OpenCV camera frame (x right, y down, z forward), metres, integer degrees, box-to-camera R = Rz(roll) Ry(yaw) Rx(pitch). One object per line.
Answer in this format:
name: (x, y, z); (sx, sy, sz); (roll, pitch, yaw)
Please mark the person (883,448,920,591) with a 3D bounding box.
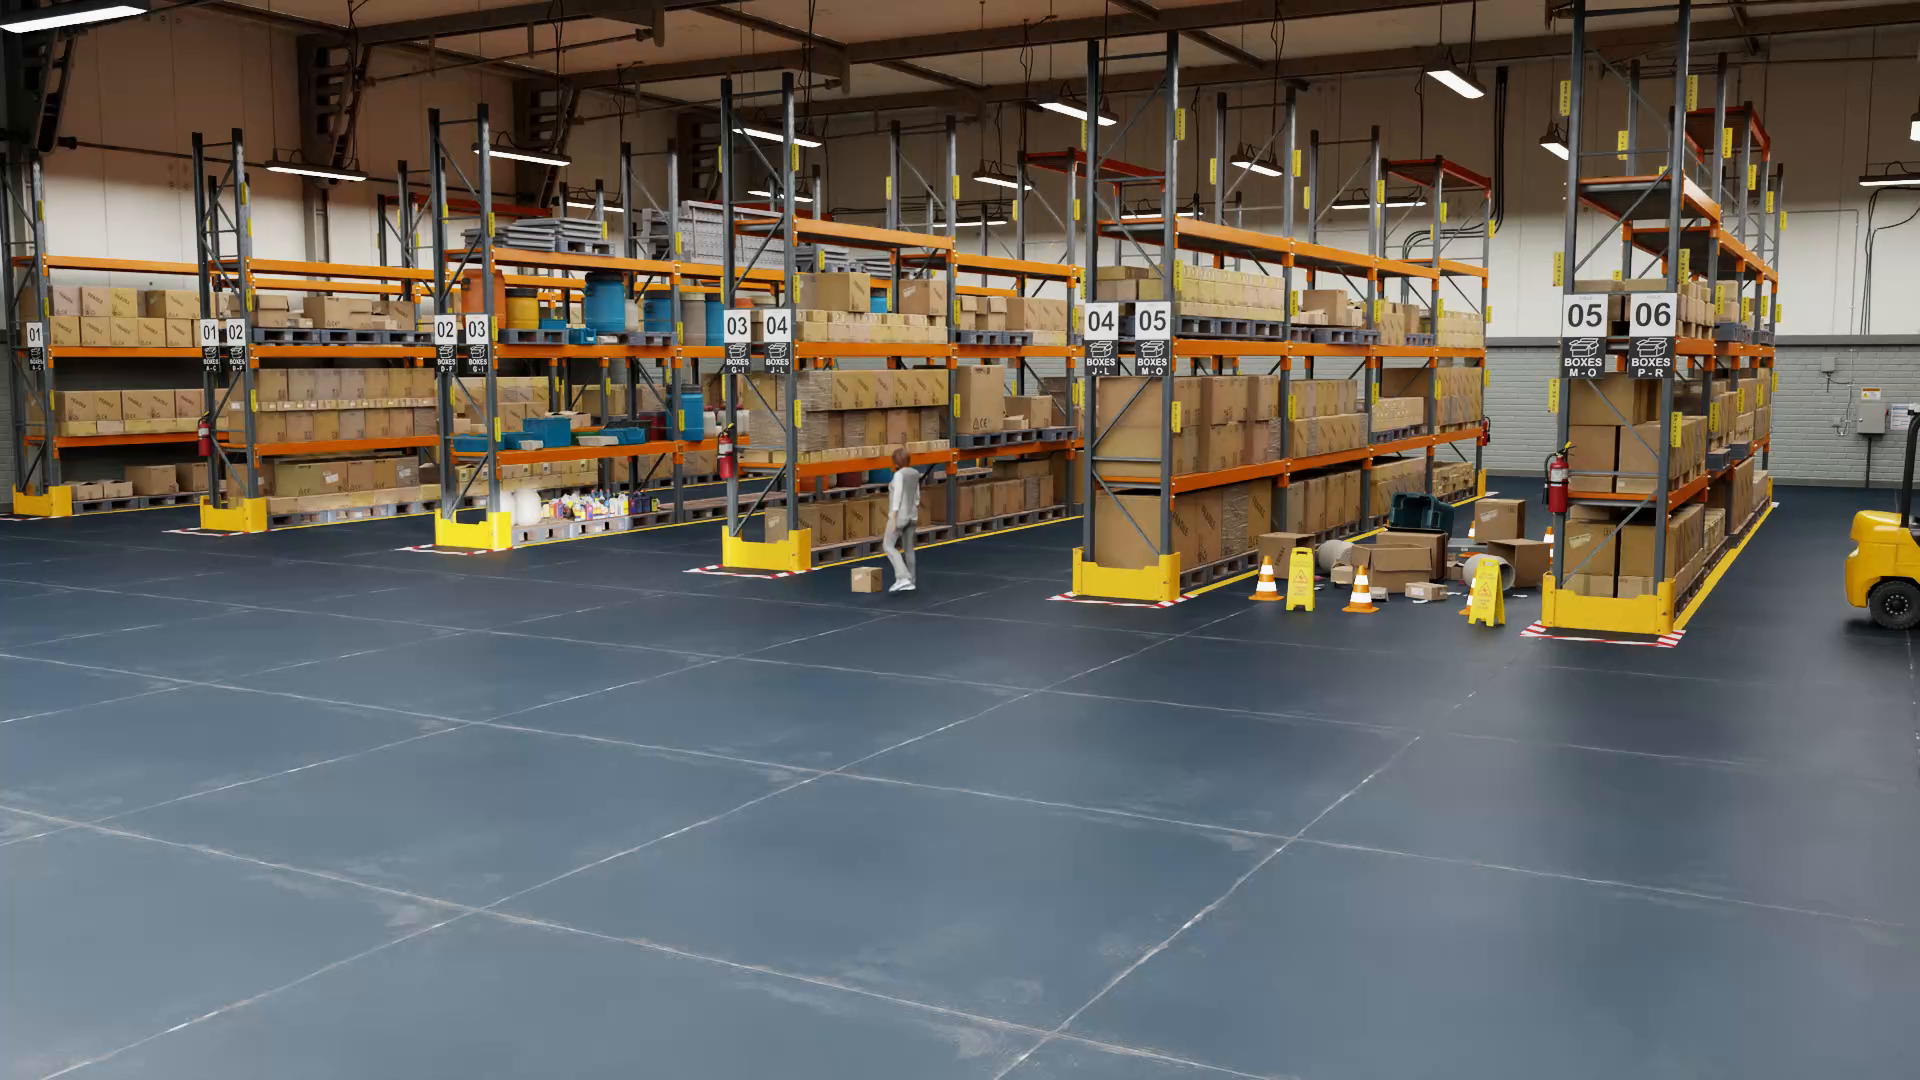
person: (-0.631, -0.211, 18.432); (0.399, 1.586, 0.510); (5, 8, 37)
